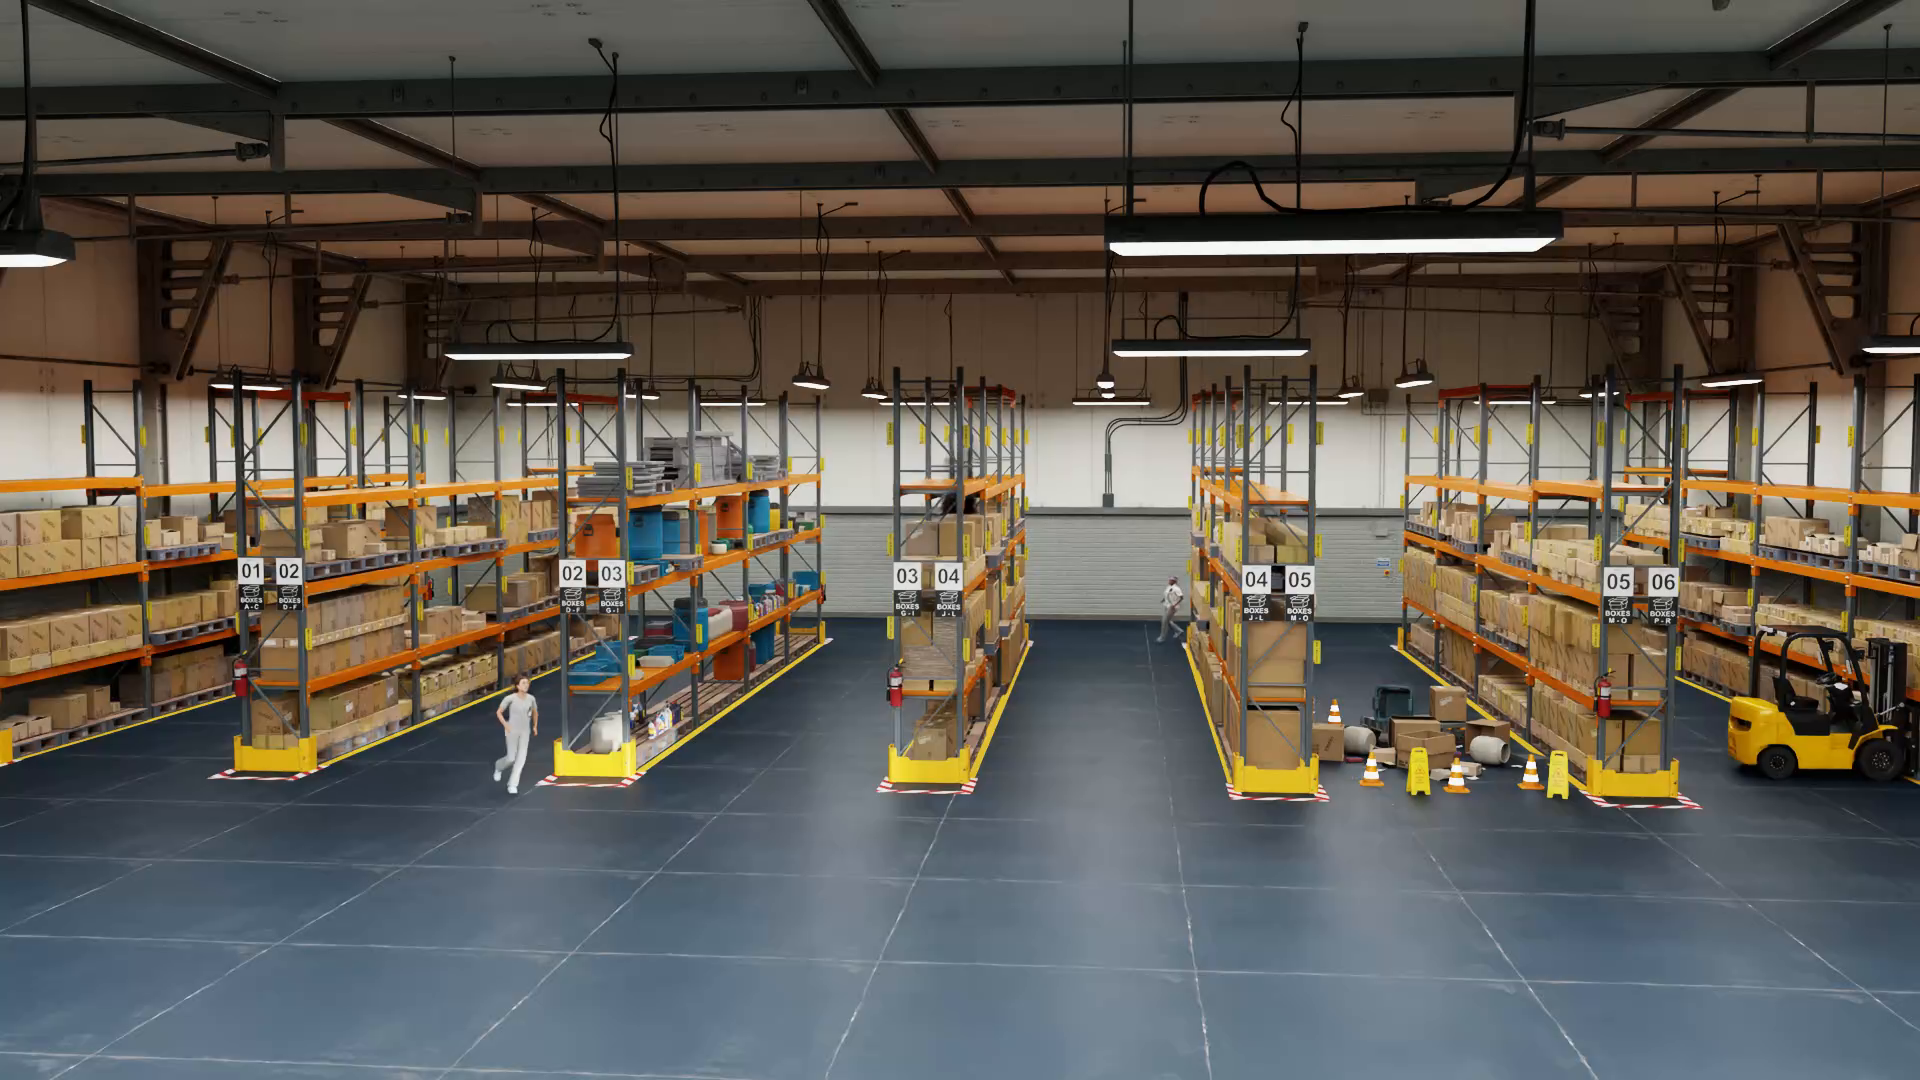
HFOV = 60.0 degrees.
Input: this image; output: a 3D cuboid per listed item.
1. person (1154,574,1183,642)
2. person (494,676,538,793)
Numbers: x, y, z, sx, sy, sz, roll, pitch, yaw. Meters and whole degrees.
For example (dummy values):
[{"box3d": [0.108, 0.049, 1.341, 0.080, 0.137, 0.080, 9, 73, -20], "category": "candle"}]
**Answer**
[{"box3d": [5.174, 1.660, 40.516, 0.759, 1.674, 0.635, -1, 4, -19], "category": "person"}, {"box3d": [-6.246, 2.728, 23.598, 0.613, 1.605, 0.728, -3, 4, -37], "category": "person"}]
